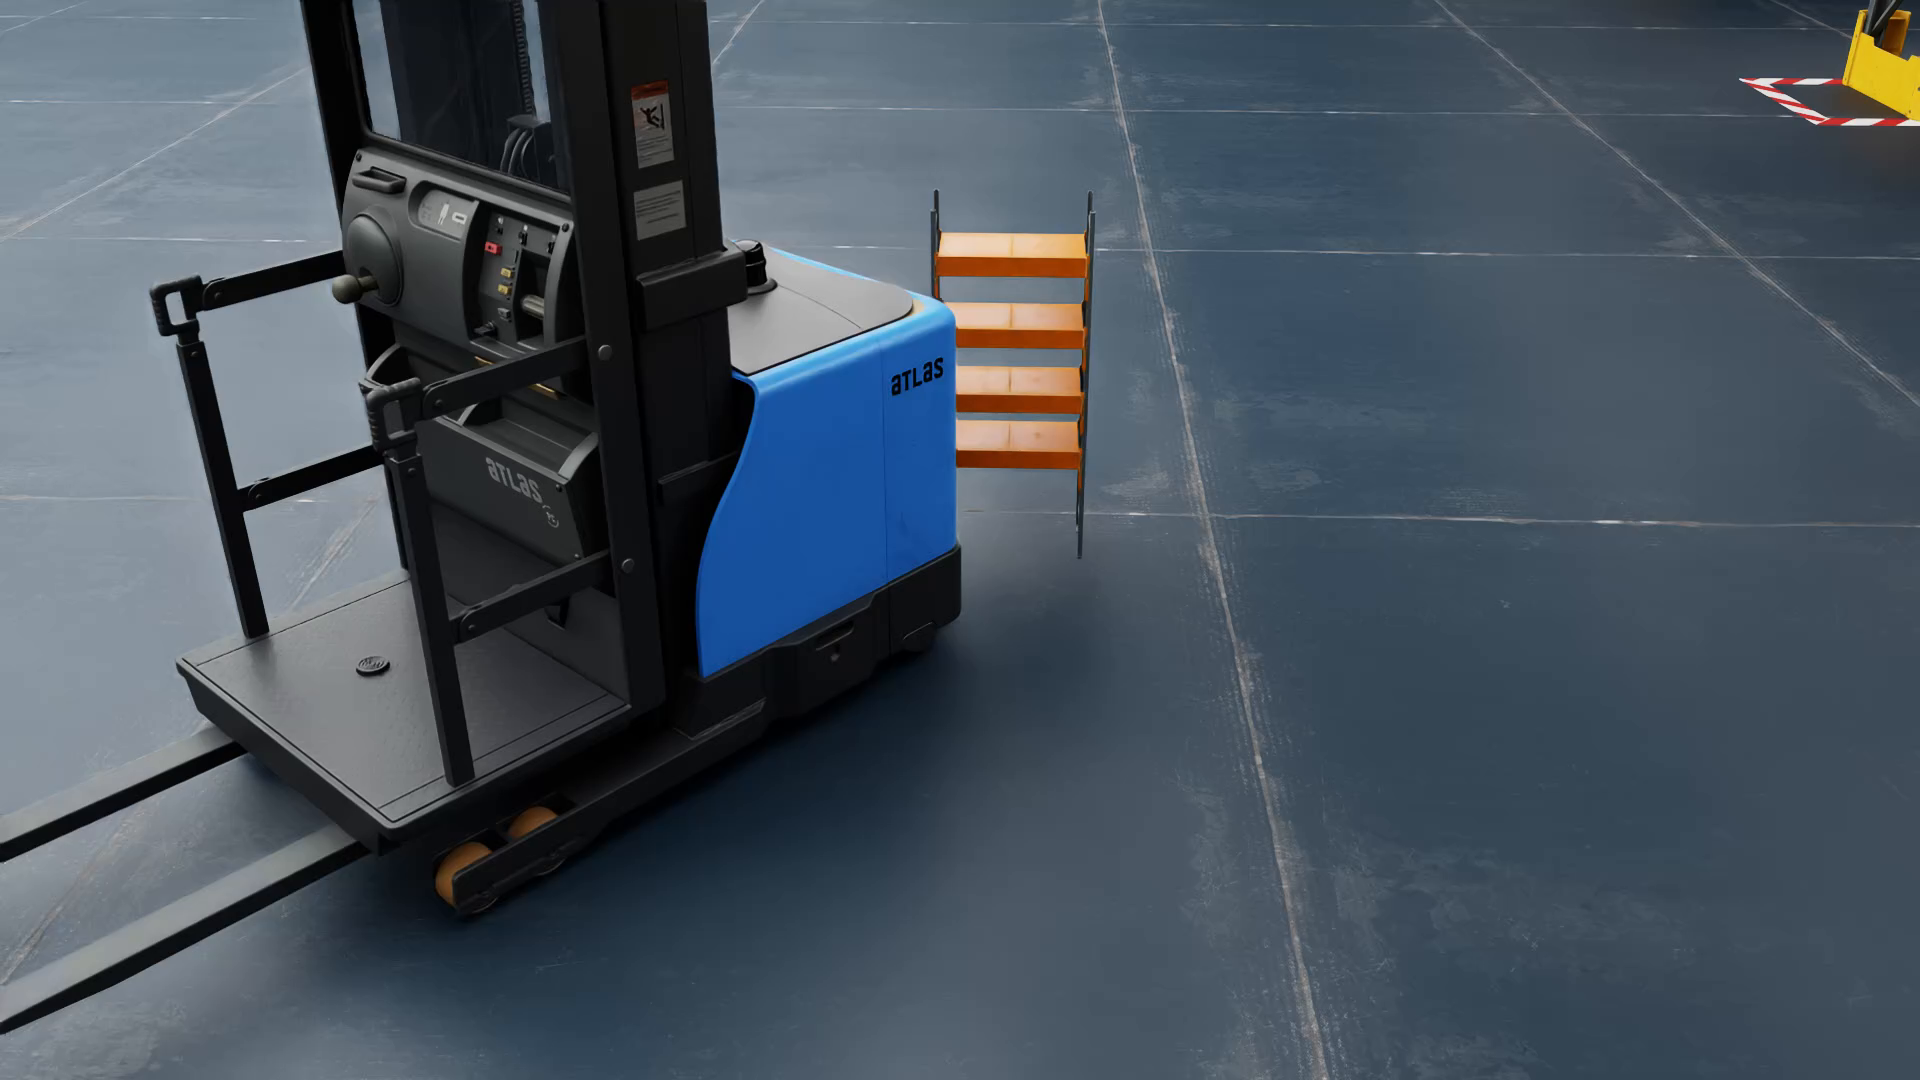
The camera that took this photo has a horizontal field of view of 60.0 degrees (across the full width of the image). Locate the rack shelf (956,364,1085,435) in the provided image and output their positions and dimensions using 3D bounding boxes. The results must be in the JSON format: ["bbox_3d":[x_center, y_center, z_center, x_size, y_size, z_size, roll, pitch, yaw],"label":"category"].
[{"bbox_3d":[0.165,-0.468,5.495,0.480,0.148,0.258,1,28,2],"label":"rack shelf"}]

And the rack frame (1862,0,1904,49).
[{"bbox_3d":[6.404,-4.350,10.753,0.127,3.000,1.000,1,28,2],"label":"rack frame"}]

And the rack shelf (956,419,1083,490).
[{"bbox_3d":[0.165,-0.293,5.588,0.480,0.148,0.258,1,28,2],"label":"rack shelf"}]

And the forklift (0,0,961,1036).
[{"bbox_3d":[-1.361,-0.659,3.864,1.130,2.935,3.031,23,36,37],"label":"forklift"}]

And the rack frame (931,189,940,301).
[{"bbox_3d":[-0.078,-0.531,5.471,0.015,1.200,0.240,1,28,2],"label":"rack frame"}]

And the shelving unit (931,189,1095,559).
[{"bbox_3d":[0.165,-0.527,5.464,0.503,1.200,0.258,1,28,2],"label":"shelving unit"}]

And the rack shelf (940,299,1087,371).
[{"bbox_3d":[0.165,-0.666,5.391,0.480,0.148,0.258,1,28,2],"label":"rack shelf"}]

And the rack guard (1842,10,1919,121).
[{"bbox_3d":[6.480,-3.244,11.336,0.348,0.500,1.175,1,28,2],"label":"rack guard"}]

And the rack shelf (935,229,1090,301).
[{"bbox_3d":[0.165,-0.875,5.280,0.480,0.148,0.258,1,28,2],"label":"rack shelf"}]

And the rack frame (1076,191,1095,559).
[{"bbox_3d":[0.409,-0.523,5.456,0.015,1.200,0.240,1,28,2],"label":"rack frame"}]

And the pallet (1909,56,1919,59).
[{"bbox_3d":[7.290,-3.087,11.347,1.213,0.211,1.003,1,28,2],"label":"pallet"}]
